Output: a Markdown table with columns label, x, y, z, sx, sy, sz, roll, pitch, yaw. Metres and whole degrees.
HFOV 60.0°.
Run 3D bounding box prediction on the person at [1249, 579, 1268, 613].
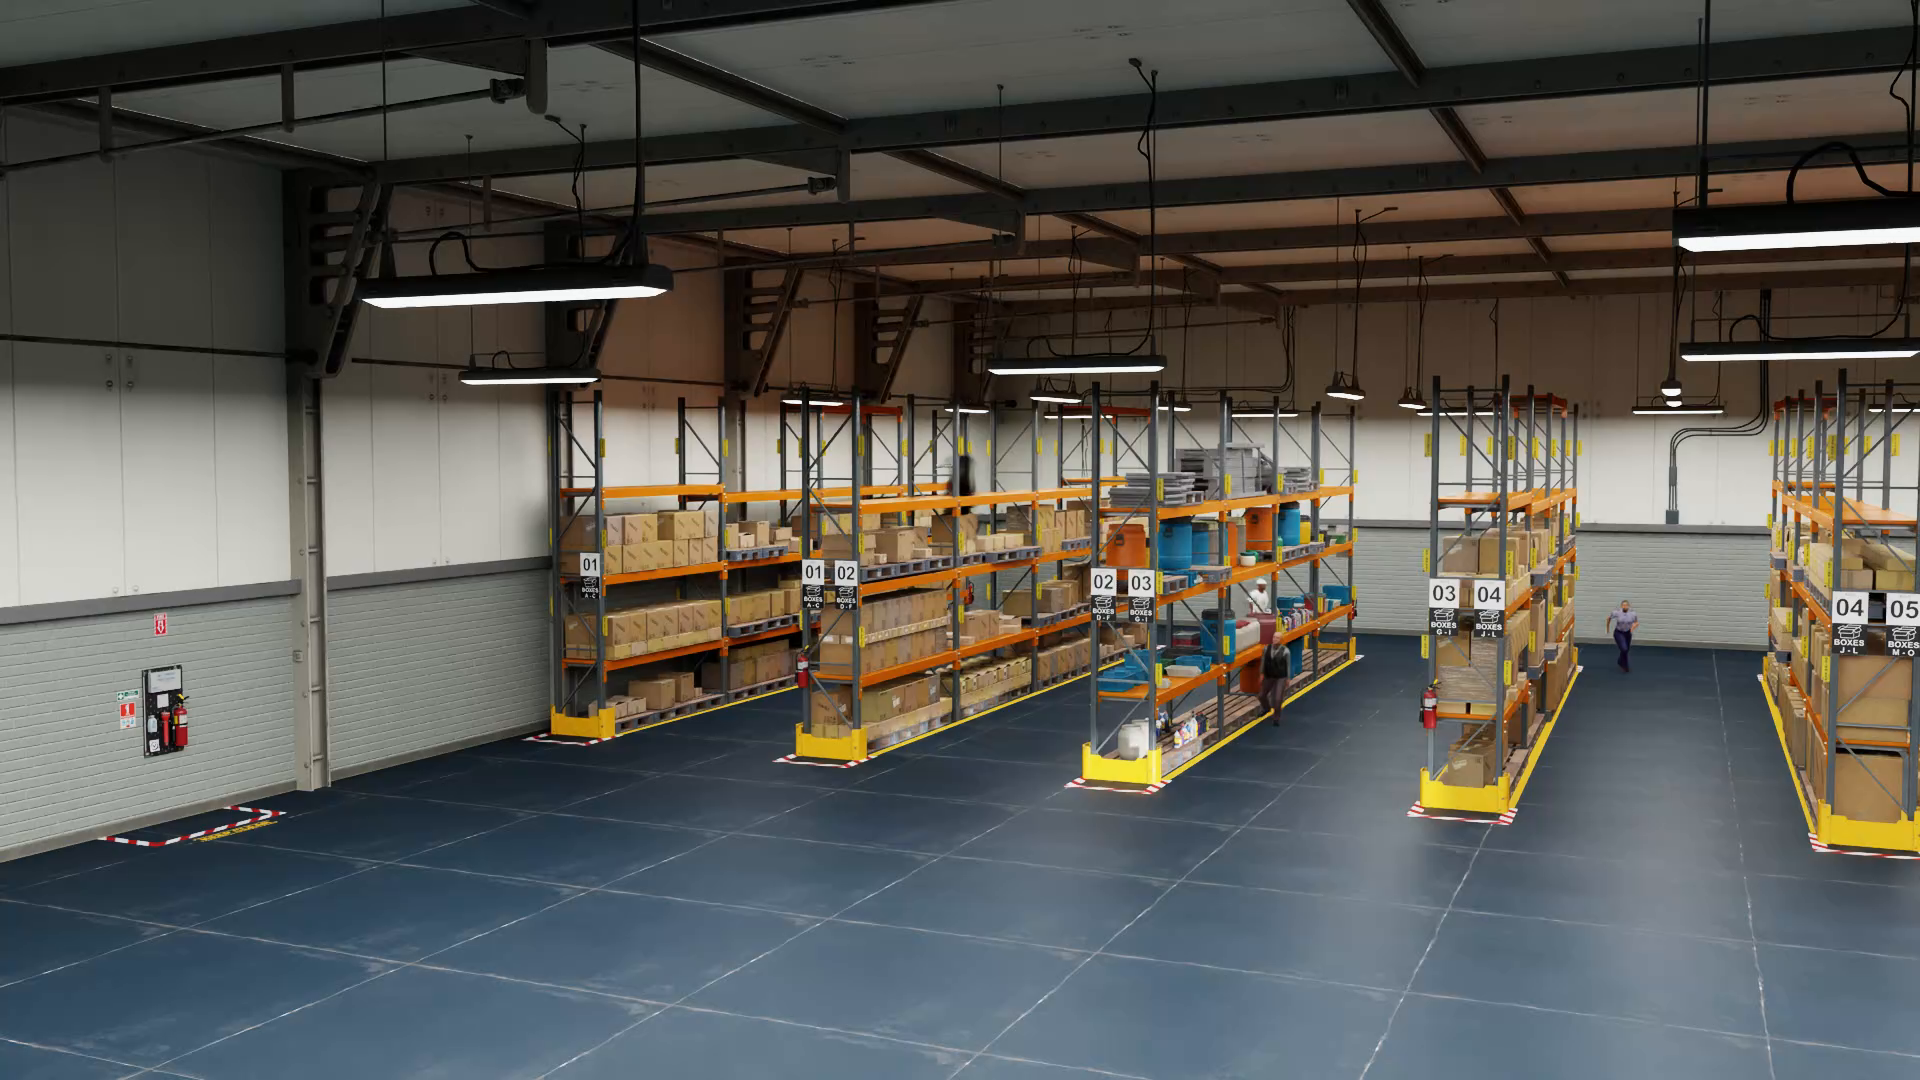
| label | x | y | z | sx | sy | sz | roll | pitch | yaw |
| --- | --- | --- | --- | --- | --- | --- | --- | --- | --- |
| person | 7.405 | 1.860 | 41.425 | 0.670 | 1.781 | 0.546 | -2 | 4 | -28 |

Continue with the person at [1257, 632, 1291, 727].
| label | x | y | z | sx | sy | sz | roll | pitch | yaw |
| --- | --- | --- | --- | --- | --- | --- | --- | --- | --- |
| person | 5.678 | 2.491 | 30.153 | 0.724 | 1.704 | 0.601 | 2 | 4 | 34 |

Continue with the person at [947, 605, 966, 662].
| label | x | y | z | sx | sy | sz | roll | pitch | yaw |
| --- | --- | --- | --- | --- | --- | --- | --- | --- | --- |
| person | -0.026 | 2.201 | 36.579 | 0.651 | 1.633 | 0.984 | 1 | 3 | 15 |

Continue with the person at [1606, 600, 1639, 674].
| label | x | y | z | sx | sy | sz | roll | pitch | yaw |
| --- | --- | --- | --- | --- | --- | --- | --- | --- | --- |
| person | 14.823 | 2.150 | 37.240 | 0.591 | 1.649 | 0.841 | 0 | 3 | -3 |
